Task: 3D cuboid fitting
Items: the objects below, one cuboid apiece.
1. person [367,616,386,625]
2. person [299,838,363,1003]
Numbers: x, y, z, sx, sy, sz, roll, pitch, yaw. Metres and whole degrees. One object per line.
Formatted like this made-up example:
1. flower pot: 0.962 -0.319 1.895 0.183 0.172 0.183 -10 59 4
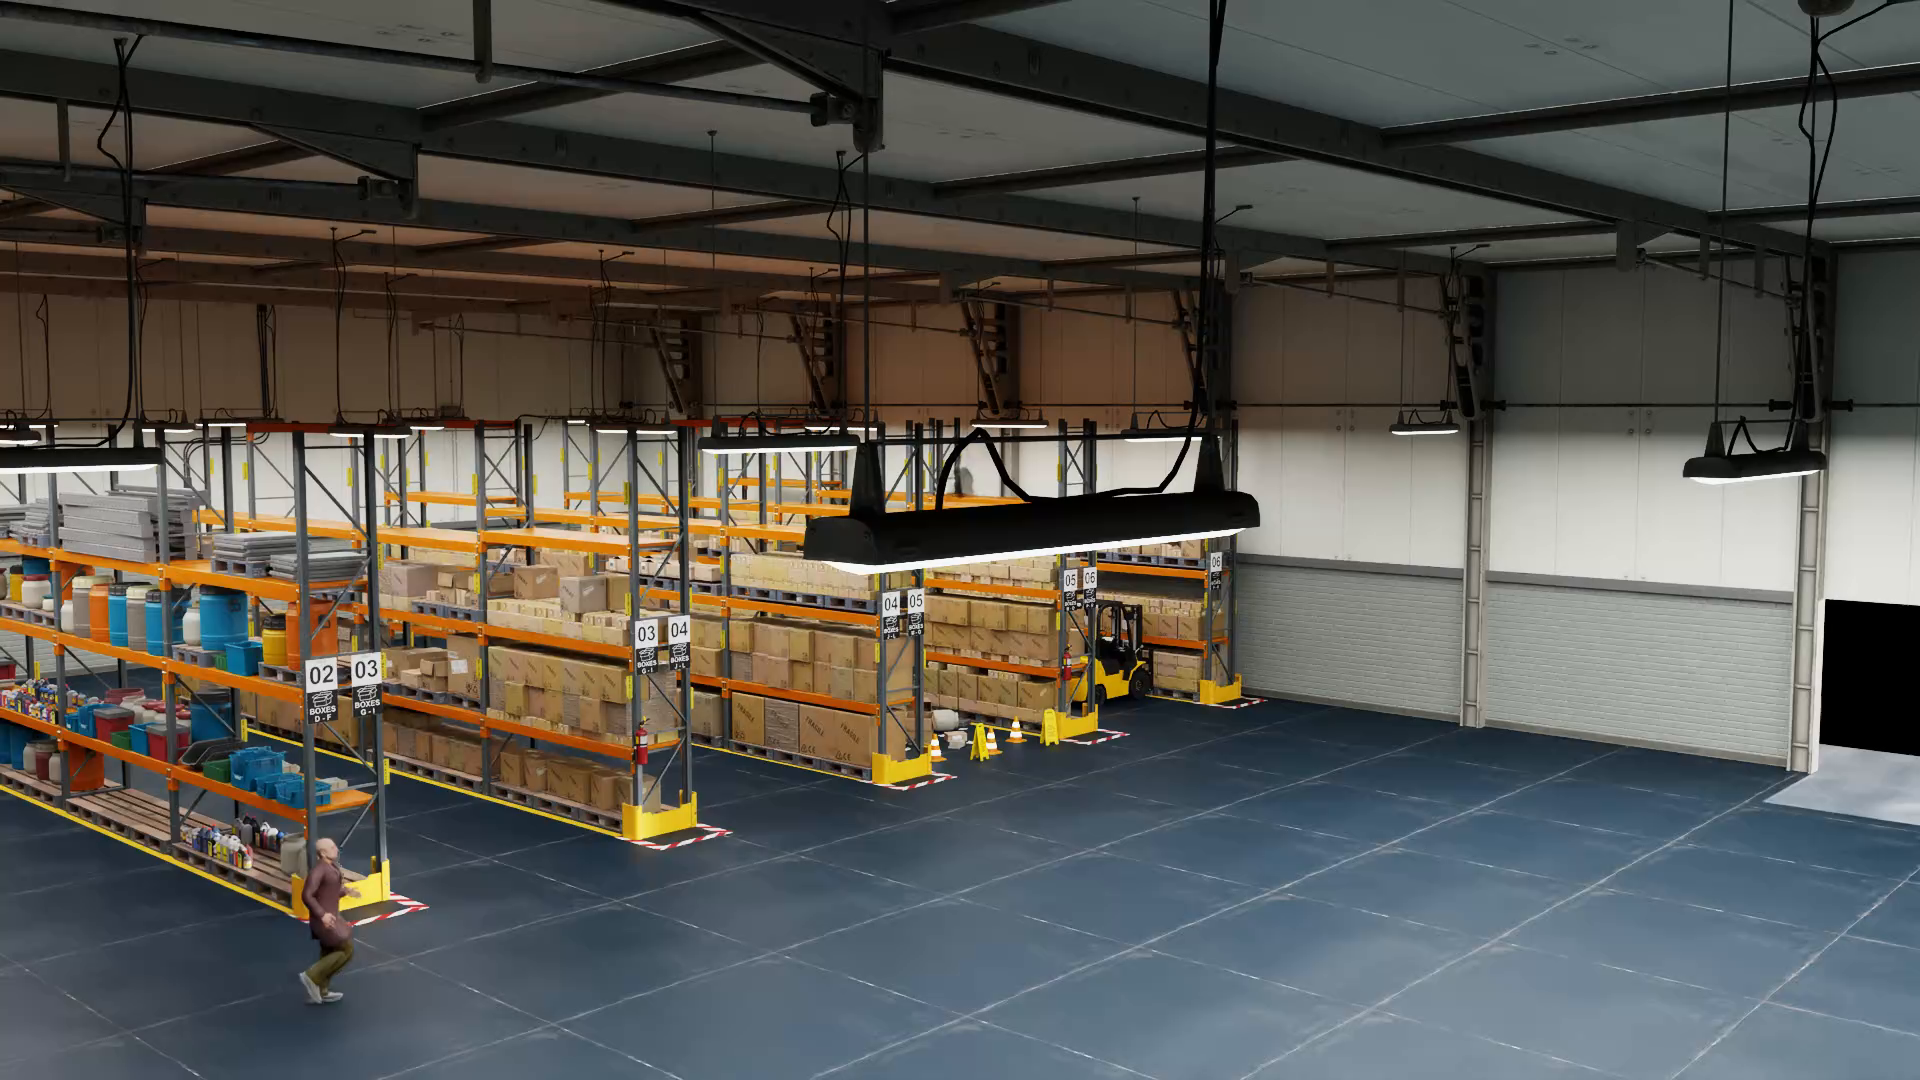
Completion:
1. person: -13.944 2.310 39.660 0.687 1.584 0.897 5 6 44
2. person: -6.672 4.020 17.634 0.650 1.744 0.692 -2 5 -20
